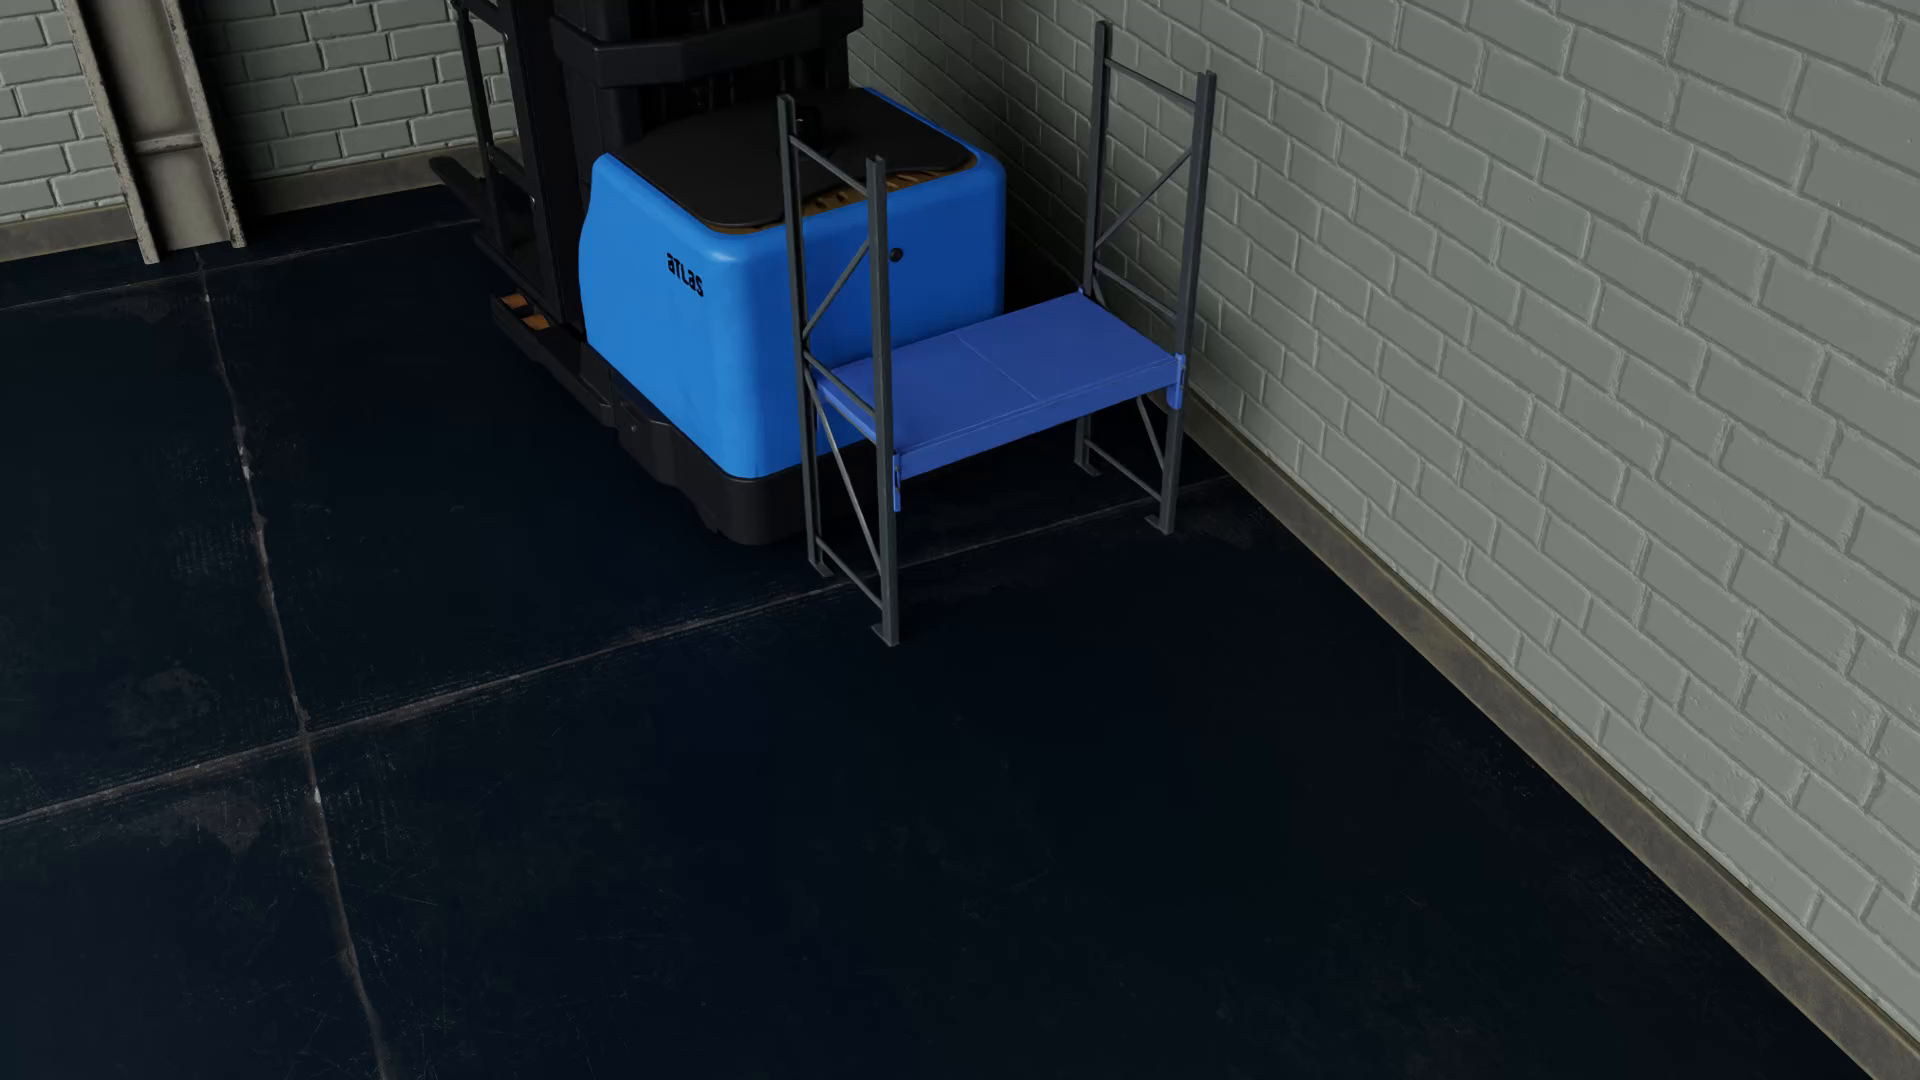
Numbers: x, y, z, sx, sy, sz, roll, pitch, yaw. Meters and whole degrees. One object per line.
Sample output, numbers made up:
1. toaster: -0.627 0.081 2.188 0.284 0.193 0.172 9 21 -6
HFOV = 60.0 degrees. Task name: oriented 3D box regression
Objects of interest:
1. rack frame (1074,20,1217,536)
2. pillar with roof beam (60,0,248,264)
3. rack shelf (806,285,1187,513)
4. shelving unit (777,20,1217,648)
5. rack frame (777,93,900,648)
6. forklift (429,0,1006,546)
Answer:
1. rack frame: 0.532 -0.746 4.996 0.032 1.500 0.500 -21 41 -26
2. pillar with roof beam: -1.367 -2.545 1.128 0.400 9.000 9.100 -16 39 -20
3. rack shelf: 0.104 -0.437 4.883 1.000 0.185 0.538 -21 41 -26
4. shelving unit: 0.104 -0.582 4.776 1.048 1.500 0.538 -21 41 -26
5. rack frame: -0.324 -0.418 4.555 0.032 1.500 0.500 -21 41 -26
6. forklift: -1.105 -1.993 5.477 1.130 2.935 3.031 -23 42 -28
